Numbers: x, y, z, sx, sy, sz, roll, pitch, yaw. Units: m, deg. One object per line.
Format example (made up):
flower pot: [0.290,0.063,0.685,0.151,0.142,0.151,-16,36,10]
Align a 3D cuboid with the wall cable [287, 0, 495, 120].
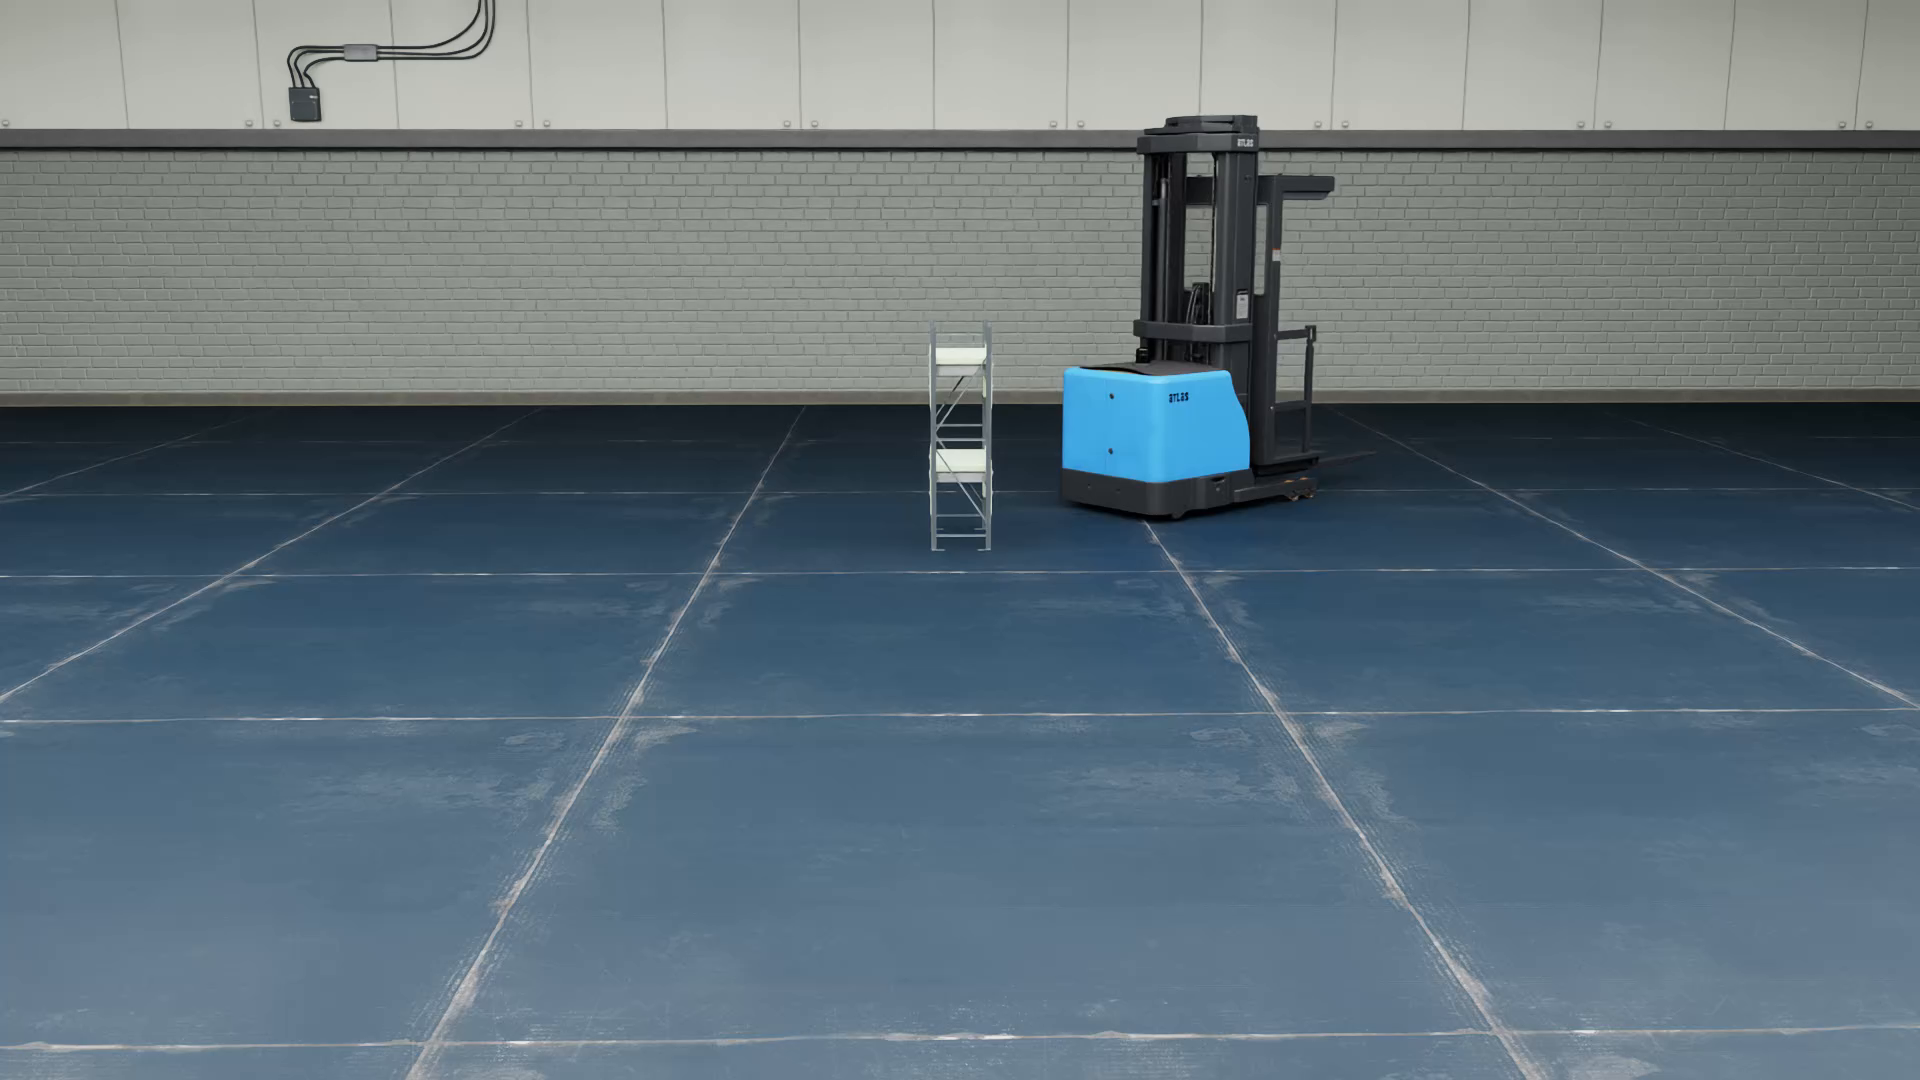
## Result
wall cable: [-6.287,-7.622,17.943,2.305,6.003,0.169,0,11,-1]

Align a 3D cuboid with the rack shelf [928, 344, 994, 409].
rack shelf: [0.000,-1.119,11.339,0.431,0.370,0.720,0,11,-1]

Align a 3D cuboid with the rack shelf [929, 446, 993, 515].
rack shelf: [0.000,-0.417,11.481,0.431,0.370,0.720,0,11,-1]

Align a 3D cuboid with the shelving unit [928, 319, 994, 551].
shelving unit: [0.000,-0.736,11.417,0.431,1.500,0.755,0,11,-1]

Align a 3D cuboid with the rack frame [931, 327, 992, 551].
rack frame: [0.007,-0.664,11.058,0.400,1.500,0.023,0,11,-1]

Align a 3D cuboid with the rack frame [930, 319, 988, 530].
rack frame: [-0.008,-0.809,11.775,0.400,1.500,0.023,0,11,-1]

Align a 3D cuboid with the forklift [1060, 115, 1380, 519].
forklift: [2.207,-1.812,13.119,3.031,2.935,1.130,-10,15,-40]
